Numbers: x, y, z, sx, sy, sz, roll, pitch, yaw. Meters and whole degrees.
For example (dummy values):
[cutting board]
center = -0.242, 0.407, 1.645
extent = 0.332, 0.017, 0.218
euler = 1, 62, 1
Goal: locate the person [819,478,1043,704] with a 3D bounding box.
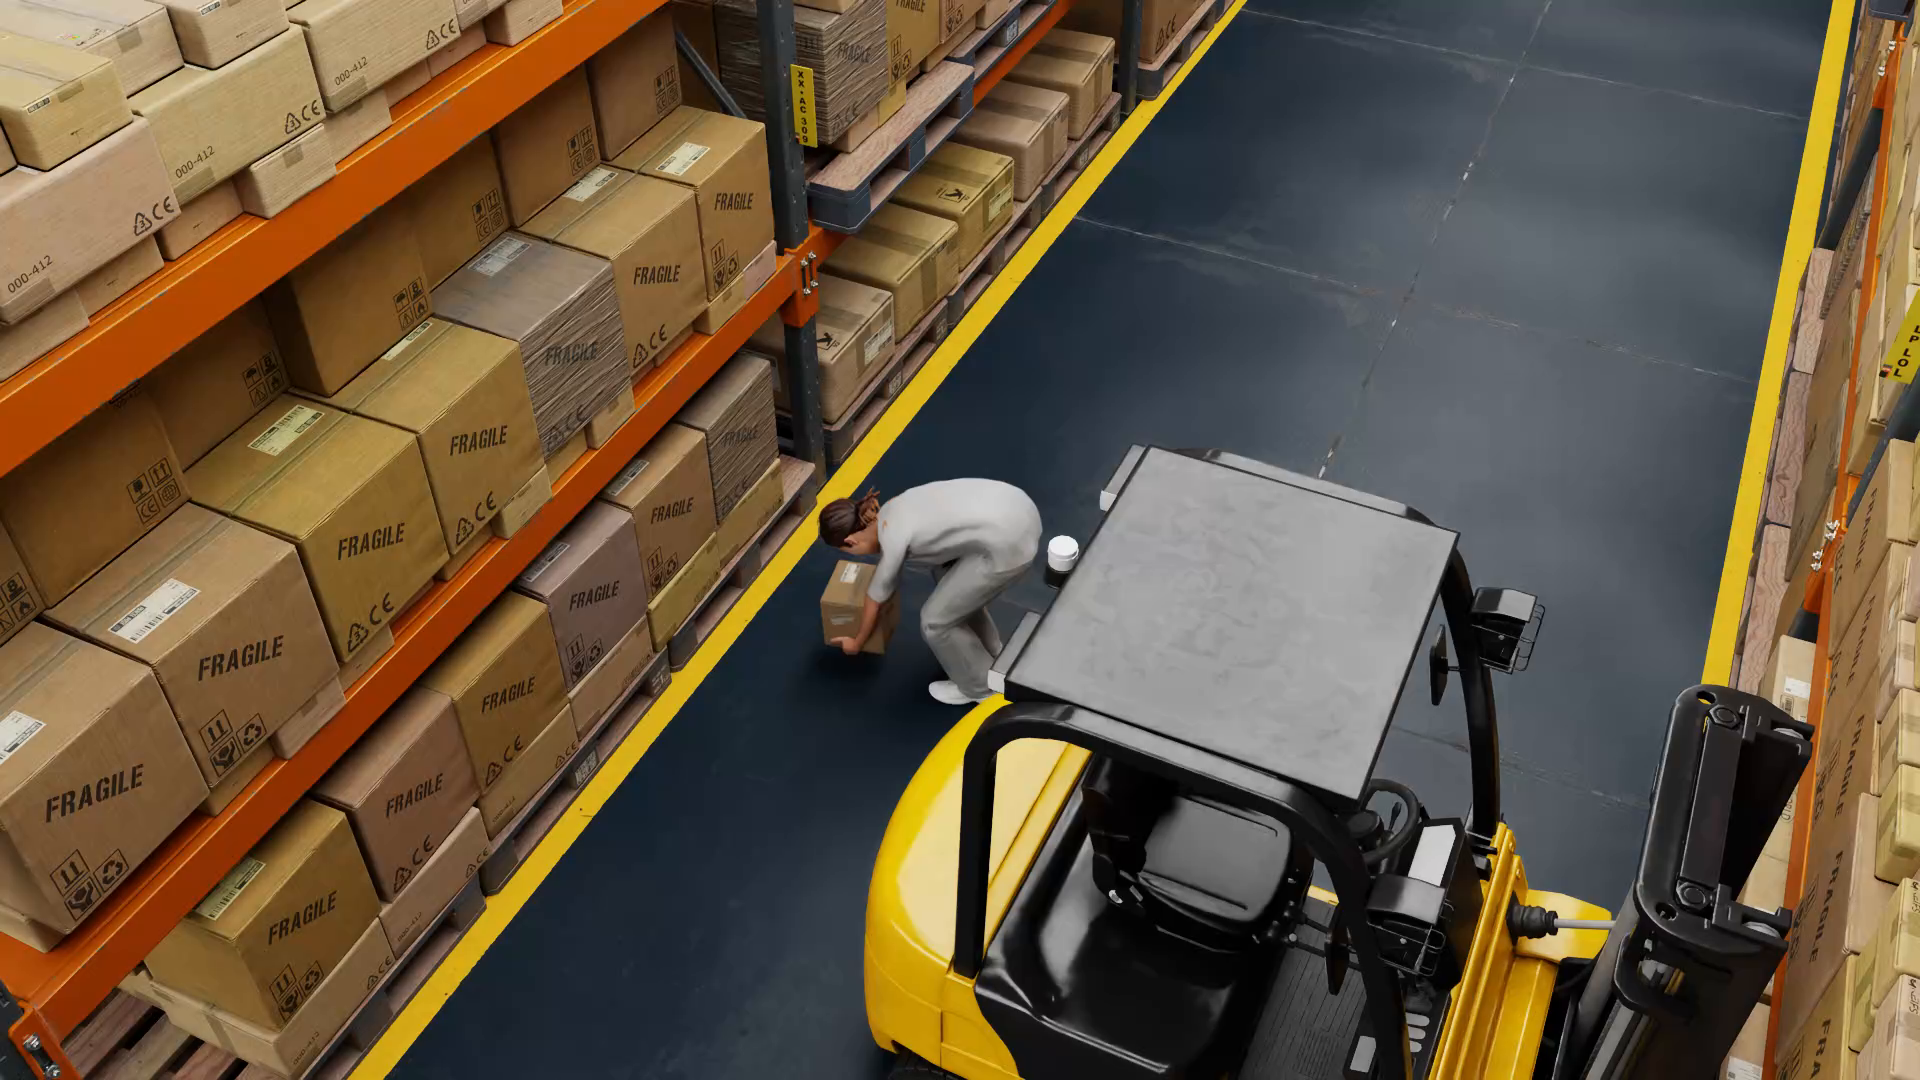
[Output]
[person]
center = -0.122, 0.176, 6.490
extent = 0.859, 0.972, 0.450
euler = 7, 43, 8
